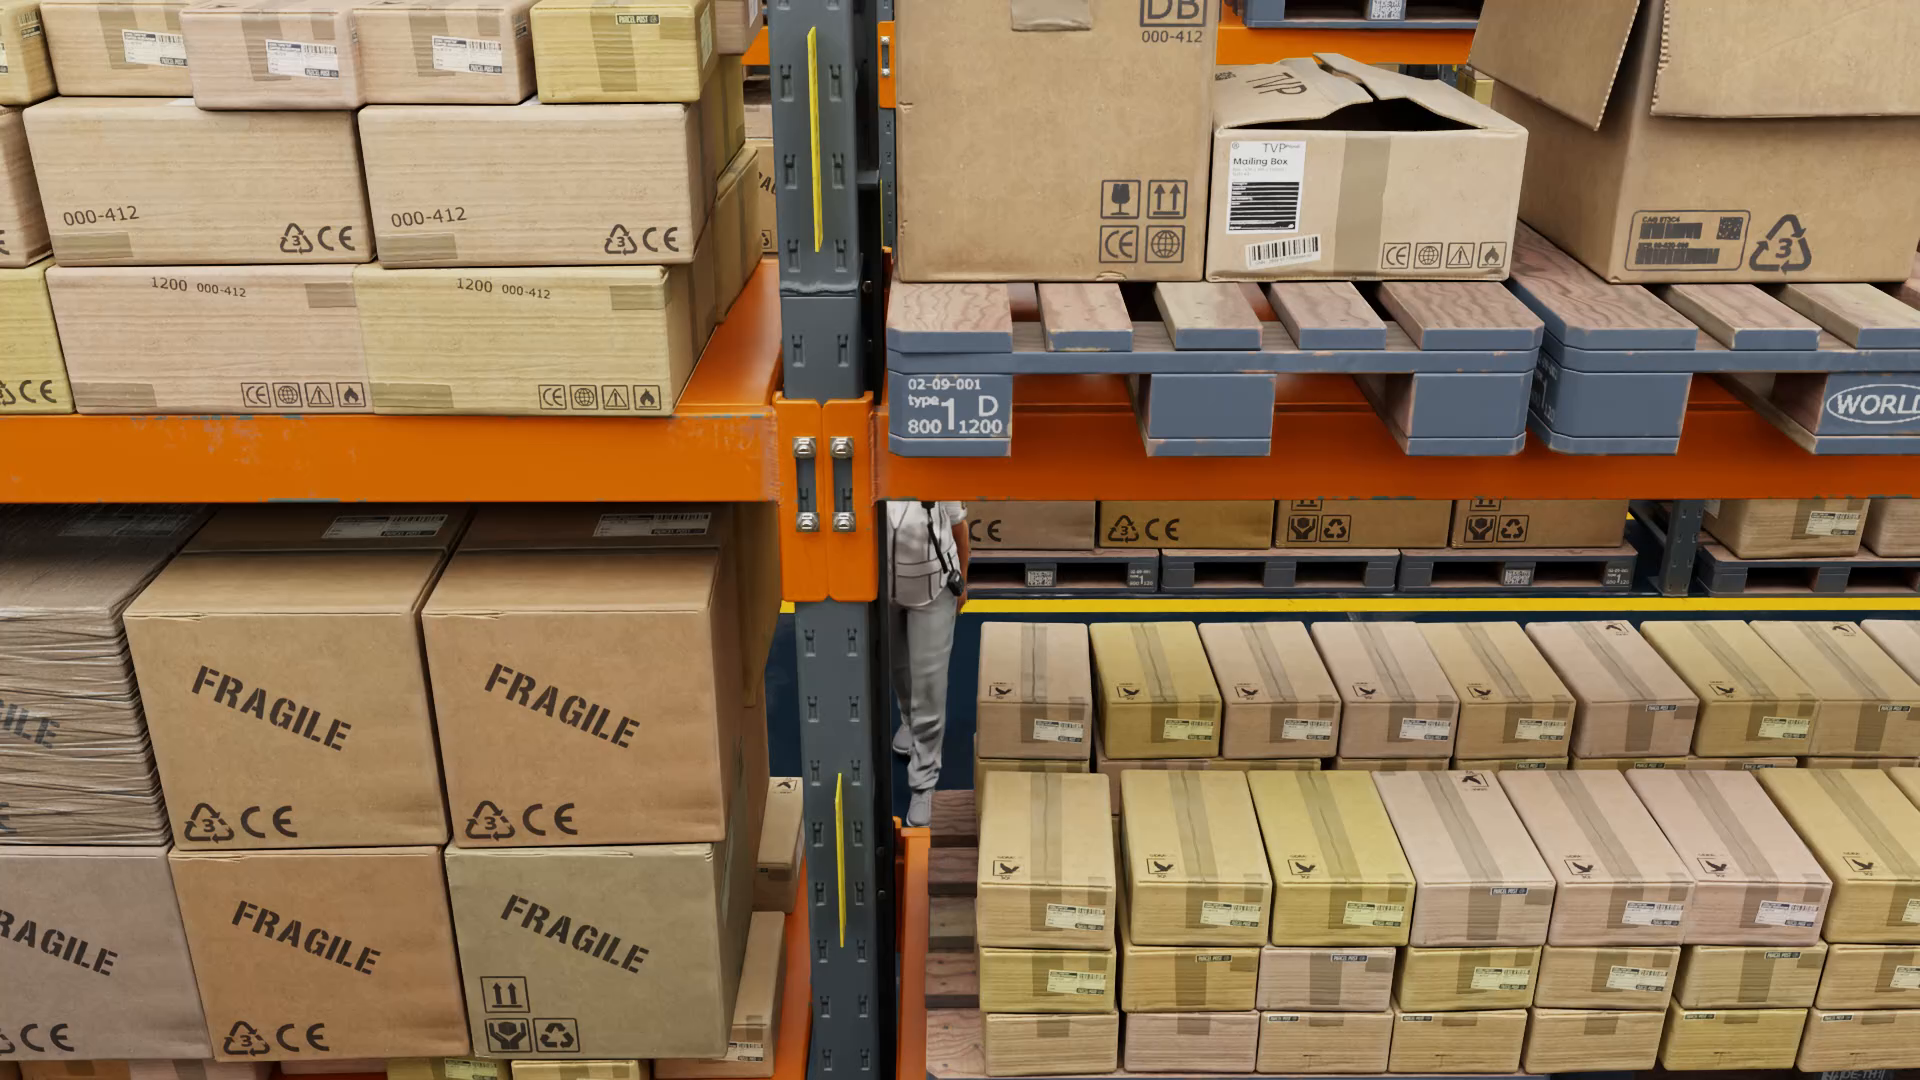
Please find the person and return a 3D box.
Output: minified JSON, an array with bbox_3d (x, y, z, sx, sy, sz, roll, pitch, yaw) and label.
[{"bbox_3d":[-0.242,0.223,6.566,0.495,1.628,0.828,6,25,14],"label":"person"}]
